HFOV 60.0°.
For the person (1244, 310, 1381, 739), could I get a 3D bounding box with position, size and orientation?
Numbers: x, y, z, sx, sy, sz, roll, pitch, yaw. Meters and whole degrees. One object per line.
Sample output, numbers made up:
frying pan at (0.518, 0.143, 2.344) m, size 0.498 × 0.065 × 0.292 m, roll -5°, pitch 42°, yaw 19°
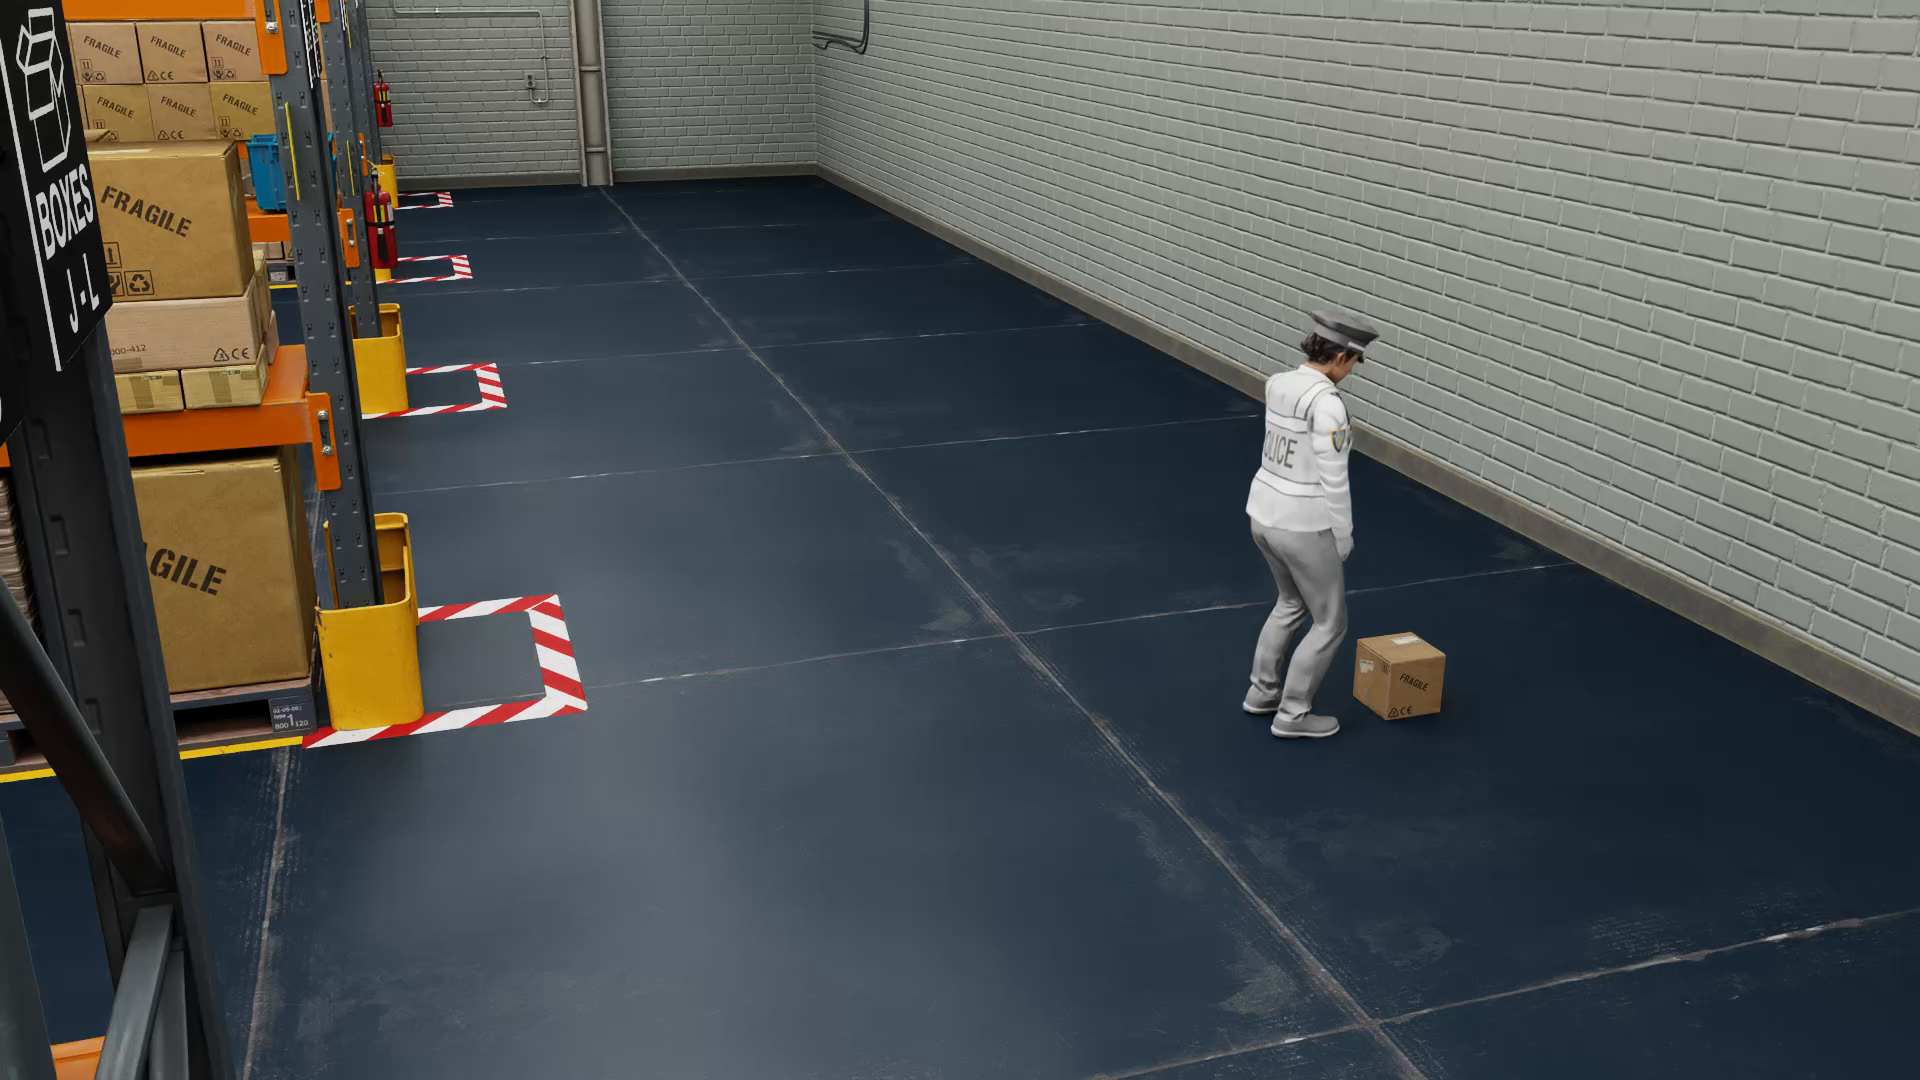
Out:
person at (1.310, -0.059, 6.312) m, size 0.447 × 1.626 × 0.500 m, roll -6°, pitch 20°, yaw -16°
